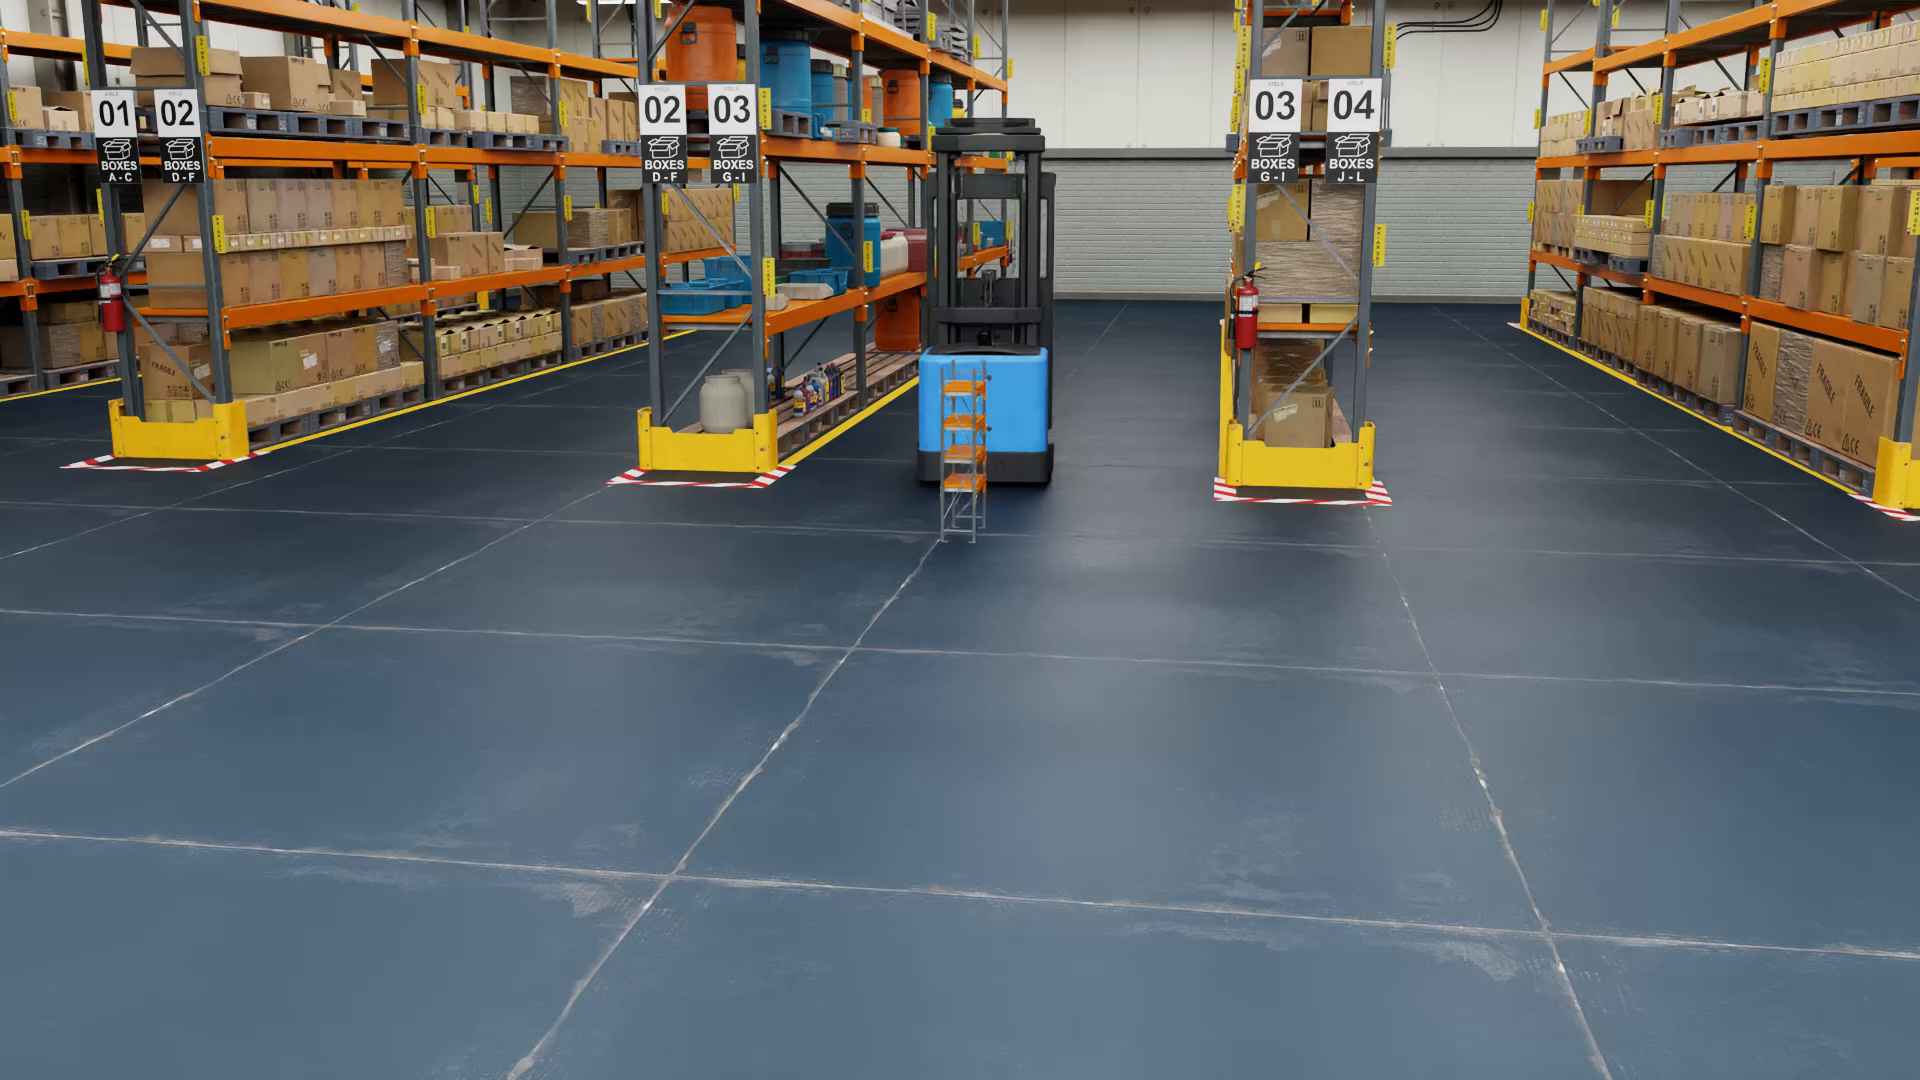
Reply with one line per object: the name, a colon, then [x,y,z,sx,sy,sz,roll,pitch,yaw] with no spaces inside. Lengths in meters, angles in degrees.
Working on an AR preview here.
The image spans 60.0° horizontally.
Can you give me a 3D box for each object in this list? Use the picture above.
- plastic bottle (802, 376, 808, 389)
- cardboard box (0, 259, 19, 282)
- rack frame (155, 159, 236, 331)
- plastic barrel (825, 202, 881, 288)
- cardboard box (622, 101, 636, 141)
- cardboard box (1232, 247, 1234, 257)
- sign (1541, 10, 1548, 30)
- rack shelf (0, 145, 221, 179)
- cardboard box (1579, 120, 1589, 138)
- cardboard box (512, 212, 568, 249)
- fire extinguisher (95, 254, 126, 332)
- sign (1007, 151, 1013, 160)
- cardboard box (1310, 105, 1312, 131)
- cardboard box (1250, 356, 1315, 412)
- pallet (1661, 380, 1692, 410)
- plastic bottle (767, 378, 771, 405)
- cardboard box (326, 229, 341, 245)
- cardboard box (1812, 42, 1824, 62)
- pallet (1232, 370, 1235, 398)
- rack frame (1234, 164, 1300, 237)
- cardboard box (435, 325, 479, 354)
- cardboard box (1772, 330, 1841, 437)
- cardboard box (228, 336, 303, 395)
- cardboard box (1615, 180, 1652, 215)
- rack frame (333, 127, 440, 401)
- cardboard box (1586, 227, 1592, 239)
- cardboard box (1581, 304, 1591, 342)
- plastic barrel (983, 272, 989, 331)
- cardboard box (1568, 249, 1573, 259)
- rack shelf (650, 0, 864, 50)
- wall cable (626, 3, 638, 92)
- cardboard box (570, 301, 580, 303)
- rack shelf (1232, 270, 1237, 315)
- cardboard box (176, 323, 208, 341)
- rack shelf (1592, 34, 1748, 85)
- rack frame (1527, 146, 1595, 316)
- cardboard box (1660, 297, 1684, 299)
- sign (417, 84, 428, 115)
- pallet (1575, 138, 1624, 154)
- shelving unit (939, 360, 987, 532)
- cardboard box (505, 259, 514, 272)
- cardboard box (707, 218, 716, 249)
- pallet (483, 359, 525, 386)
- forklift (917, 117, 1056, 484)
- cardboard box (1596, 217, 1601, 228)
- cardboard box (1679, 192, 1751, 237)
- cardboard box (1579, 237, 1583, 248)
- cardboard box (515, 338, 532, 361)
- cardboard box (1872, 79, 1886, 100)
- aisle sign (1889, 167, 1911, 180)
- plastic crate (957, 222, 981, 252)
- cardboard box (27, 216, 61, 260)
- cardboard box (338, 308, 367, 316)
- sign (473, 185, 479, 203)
plastic bottle: [-1.551,-1.513,16.796,0.061,0.283,0.133,2,12,9]
cardboard box: [-11.086,-3.056,18.860,0.500,0.250,0.500,2,12,9]
rack frame: [-10.697,-4.060,23.213,1.000,3.000,0.127,2,12,9]
plastic barrel: [-1.164,-3.222,18.135,0.600,0.901,0.708,2,12,9]
cardboard box: [-5.337,-6.400,25.479,0.600,0.600,0.600,1,12,3]
cardboard box: [4.324,-4.363,25.213,0.380,0.149,0.250,2,12,9]
sign: [9.566,-8.508,27.206,0.100,0.325,0.005,2,12,9]
rack shelf: [-11.005,-4.758,21.041,1.077,0.370,4.000,2,12,9]
cardboard box: [9.306,-5.971,24.131,0.500,0.250,0.500,1,12,6]
cardboard box: [-5.816,-4.289,23.043,0.700,0.500,0.500,-2,12,-10]
fire extinguisher: [-7.509,-2.188,14.708,0.296,0.674,0.183,2,12,9]
sign: [0.868,-6.805,29.079,0.100,0.325,0.005,2,12,9]
cardboard box: [3.158,-3.506,13.877,0.500,0.250,0.500,2,12,7]
cardboard box: [3.189,-1.528,16.400,0.500,0.500,0.500,6,14,27]
pallet: [8.486,-1.619,18.504,1.003,0.211,1.213,2,12,9]
plastic bottle: [-2.001,-1.508,16.792,0.152,0.276,0.135,2,12,9]
cardboard box: [-6.482,-3.051,16.751,0.380,0.149,0.250,2,12,11]
cardboard box: [7.710,-4.275,14.558,0.380,0.149,0.250,2,12,9]
pallet: [3.674,-1.800,19.343,1.003,0.211,1.213,2,12,9]
rack frame: [4.601,-4.411,24.843,1.000,3.000,0.127,2,12,9]
cardboard box: [-6.025,-2.385,19.639,0.500,0.311,0.500,2,12,8]
cardboard box: [7.956,-1.414,14.983,0.875,0.875,0.875,2,12,9]
cardboard box: [-6.655,-1.671,15.879,0.500,0.500,0.500,2,12,9]
cardboard box: [9.797,-4.999,24.251,0.500,0.500,0.500,2,12,10]
rack frame: [-6.417,-3.068,18.608,1.000,3.000,0.127,2,12,9]
cardboard box: [8.855,-4.228,22.888,0.380,0.149,0.250,1,12,6]
cardboard box: [9.111,-3.068,23.545,0.500,0.500,0.500,2,12,11]
plastic barrel: [-0.400,-2.491,18.557,2.671,1.474,9.010,2,12,9]
cardboard box: [9.231,-4.231,24.602,0.380,0.149,0.250,2,12,7]
rack shelf: [-1.831,-4.876,15.414,1.077,0.370,4.000,2,12,9]
wall cable: [-5.571,-10.687,35.106,3.097,2.526,0.112,2,12,9]
cardboard box: [-5.810,-3.204,24.128,0.500,0.500,0.500,1,12,7]
rack shelf: [3.678,-2.811,19.123,1.077,0.370,4.000,2,12,9]
cardboard box: [-10.756,-2.902,22.727,0.700,0.500,0.500,2,12,9]
rack shelf: [9.179,-6.199,21.553,1.077,0.370,4.000,2,12,9]
rack frame: [10.102,-5.062,27.863,1.000,3.000,0.127,2,12,9]
cardboard box: [9.295,-2.988,21.395,0.500,0.250,0.500,2,12,8]
sign: [-5.868,-4.808,18.148,0.100,0.325,0.005,2,12,9]
pallet: [9.286,-5.479,23.123,1.213,0.211,1.003,2,12,9]
shelving unit: [0.026,-0.621,11.529,0.258,1.200,0.499,2,12,9]
cardboard box: [-5.942,-3.510,21.258,0.380,0.149,0.250,3,12,13]
cardboard box: [-4.530,-5.301,28.733,0.500,0.500,0.500,2,12,9]
pallet: [-6.157,-2.114,20.801,1.003,0.211,1.213,2,12,9]
forklift: [9.265,-2.267,15.056,18.991,2.935,5.386,1,12,4]
cardboard box: [8.774,-4.267,22.359,0.380,0.149,0.250,2,12,11]
cardboard box: [8.716,-3.736,19.099,0.700,0.500,0.500,2,12,8]
cardboard box: [8.935,-4.187,23.402,0.380,0.149,0.250,2,12,10]
cardboard box: [-5.798,-2.432,21.189,0.500,0.250,0.500,2,12,10]
cardboard box: [7.475,-3.568,13.172,0.380,0.149,0.250,2,12,9]
aisle sign: [15.326,-6.199,26.966,0.394,0.787,0.004,2,12,9]
plastic crate: [0.092,-4.810,26.399,0.402,0.464,0.583,2,12,9]
cardboard box: [-11.200,-3.596,19.779,0.700,0.500,0.500,2,12,9]
cardboard box: [-10.053,-3.908,26.612,0.750,0.750,0.750,2,12,9]
sign: [-8.933,-6.387,30.699,0.100,0.325,0.005,2,12,9]
